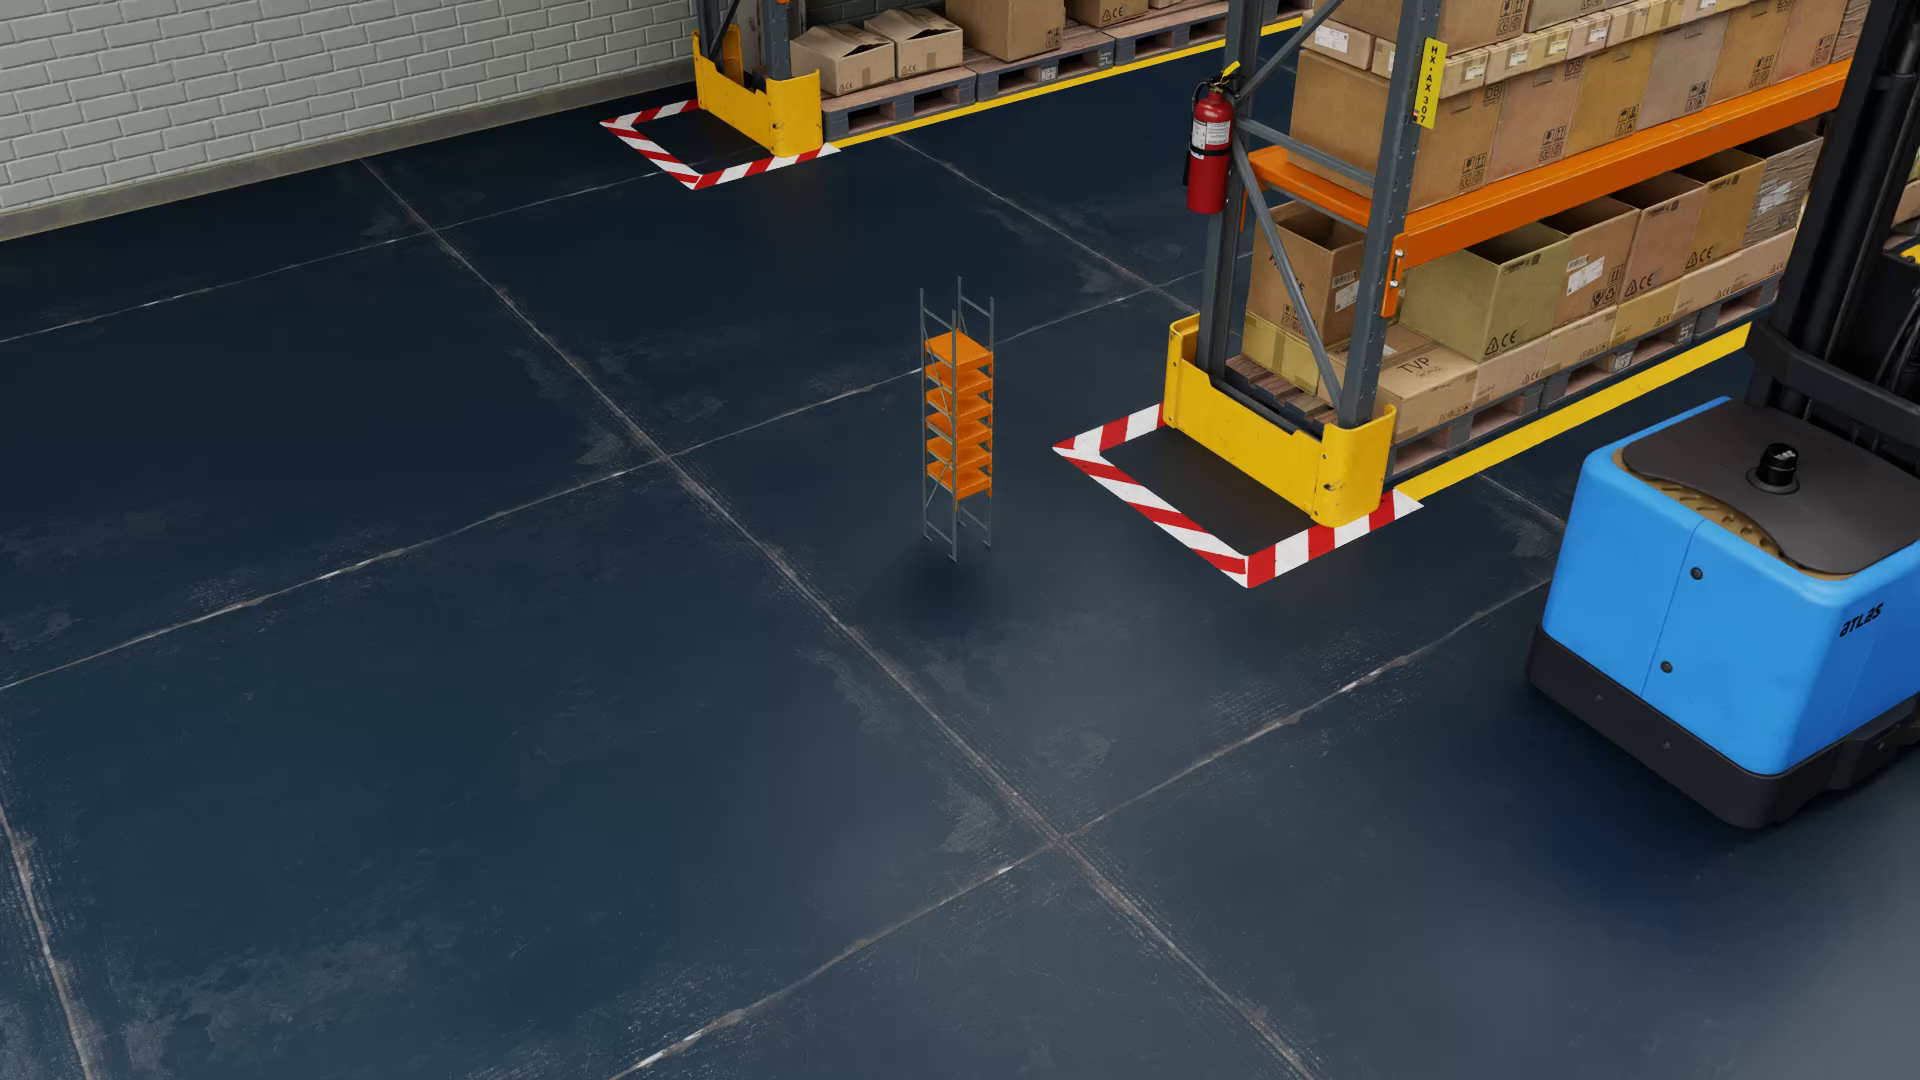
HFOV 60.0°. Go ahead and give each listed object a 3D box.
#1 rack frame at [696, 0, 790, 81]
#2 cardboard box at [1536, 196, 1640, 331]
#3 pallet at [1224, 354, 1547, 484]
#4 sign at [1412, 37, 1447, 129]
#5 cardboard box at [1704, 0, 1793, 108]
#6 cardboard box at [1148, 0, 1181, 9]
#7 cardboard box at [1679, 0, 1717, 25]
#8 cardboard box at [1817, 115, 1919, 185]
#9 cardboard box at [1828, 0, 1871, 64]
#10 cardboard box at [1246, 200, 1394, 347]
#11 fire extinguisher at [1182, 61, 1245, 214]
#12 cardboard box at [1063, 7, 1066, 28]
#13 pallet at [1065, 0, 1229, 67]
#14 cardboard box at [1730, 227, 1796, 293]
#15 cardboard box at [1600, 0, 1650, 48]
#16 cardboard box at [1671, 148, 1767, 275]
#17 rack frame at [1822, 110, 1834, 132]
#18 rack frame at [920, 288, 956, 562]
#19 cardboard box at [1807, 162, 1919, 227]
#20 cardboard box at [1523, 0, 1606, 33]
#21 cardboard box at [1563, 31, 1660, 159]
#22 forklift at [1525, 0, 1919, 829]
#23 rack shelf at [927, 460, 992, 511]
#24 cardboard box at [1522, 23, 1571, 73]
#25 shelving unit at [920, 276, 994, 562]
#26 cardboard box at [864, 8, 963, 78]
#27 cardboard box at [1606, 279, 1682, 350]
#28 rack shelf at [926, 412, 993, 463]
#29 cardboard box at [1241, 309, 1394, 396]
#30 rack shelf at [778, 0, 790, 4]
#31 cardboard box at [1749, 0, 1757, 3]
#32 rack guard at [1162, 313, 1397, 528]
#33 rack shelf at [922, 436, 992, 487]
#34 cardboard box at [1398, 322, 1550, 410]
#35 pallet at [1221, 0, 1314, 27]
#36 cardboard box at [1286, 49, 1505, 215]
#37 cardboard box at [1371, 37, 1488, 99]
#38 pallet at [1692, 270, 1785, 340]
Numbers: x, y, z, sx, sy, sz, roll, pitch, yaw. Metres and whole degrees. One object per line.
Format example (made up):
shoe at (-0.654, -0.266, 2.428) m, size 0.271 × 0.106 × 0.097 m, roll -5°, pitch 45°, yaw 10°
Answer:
rack frame at (-1.404, -3.964, 10.193) m, size 0.127 × 3.000 × 1.000 m, roll -22°, pitch 41°, yaw -28°
cardboard box at (2.829, -1.378, 7.949) m, size 0.500 × 0.500 × 0.500 m, roll -22°, pitch 41°, yaw -28°
pallet at (2.054, -0.747, 8.107) m, size 1.213 × 0.211 × 1.003 m, roll -22°, pitch 41°, yaw -28°
sign at (1.768, -1.718, 6.261) m, size 0.005 × 0.325 × 0.100 m, roll -22°, pitch 41°, yaw -28°
cardboard box at (3.524, -2.488, 8.054) m, size 0.500 × 0.500 × 0.700 m, roll -22°, pitch 41°, yaw -27°
cardboard box at (1.446, -4.144, 12.492) m, size 0.250 × 0.166 × 0.380 m, roll -28°, pitch 44°, yaw -33°
cardboard box at (3.155, -2.451, 7.448) m, size 0.250 × 0.149 × 0.380 m, roll -22°, pitch 41°, yaw -27°
cardboard box at (5.204, -2.249, 9.323) m, size 0.500 × 0.311 × 0.500 m, roll -22°, pitch 41°, yaw -28°
cardboard box at (4.364, -2.835, 8.537) m, size 0.500 × 0.500 × 0.700 m, roll -24°, pitch 42°, yaw -29°
cardboard box at (1.720, -1.282, 7.817) m, size 0.500 × 0.500 × 0.500 m, roll -22°, pitch 41°, yaw -28°
fire extinguisher at (1.089, -1.752, 7.183) m, size 0.183 × 0.674 × 0.296 m, roll -22°, pitch 41°, yaw -28°
cardboard box at (0.547, -3.803, 12.033) m, size 0.250 × 0.149 × 0.380 m, roll -26°, pitch 43°, yaw -31°
pallet at (1.337, -3.935, 12.540) m, size 1.213 × 0.211 × 1.003 m, roll -22°, pitch 41°, yaw -28°
cardboard box at (4.055, -1.577, 8.869) m, size 0.500 × 0.250 × 0.500 m, roll -22°, pitch 41°, yaw -28°
cardboard box at (2.741, -2.283, 7.213) m, size 0.250 × 0.149 × 0.380 m, roll -24°, pitch 42°, yaw -29°
cardboard box at (3.648, -1.713, 8.415) m, size 0.500 × 0.500 × 0.500 m, roll -22°, pitch 41°, yaw -28°
rack frame at (4.723, -2.947, 8.778) m, size 0.127 × 3.000 × 1.000 m, roll -22°, pitch 41°, yaw -28°
rack frame at (-0.087, -0.451, 6.850) m, size 0.006 × 1.200 × 0.240 m, roll -22°, pitch 41°, yaw -28°
cardboard box at (5.195, -2.018, 9.483) m, size 0.500 × 0.250 × 0.500 m, roll -23°, pitch 42°, yaw -29°
cardboard box at (2.312, -2.517, 6.984) m, size 0.500 × 0.500 × 0.700 m, roll -24°, pitch 42°, yaw -29°
cardboard box at (2.678, -2.136, 7.565) m, size 0.500 × 0.500 × 0.700 m, roll -22°, pitch 41°, yaw -28°
forklift at (3.696, -0.843, 5.912) m, size 3.031 × 2.935 × 1.130 m, roll -20°, pitch 40°, yaw -26°
rack shelf at (-0.012, -0.251, 7.059) m, size 0.180 × 0.103 × 0.258 m, roll -22°, pitch 41°, yaw -28°
cardboard box at (2.317, -2.108, 6.971) m, size 0.250 × 0.149 × 0.380 m, roll -22°, pitch 41°, yaw -28°
shelving unit at (-0.012, -0.482, 6.893) m, size 0.189 × 1.200 × 0.258 m, roll -22°, pitch 41°, yaw -28°
cardboard box at (-0.320, -3.433, 11.380) m, size 0.500 × 0.311 × 0.500 m, roll -19°, pitch 40°, yaw -24°
cardboard box at (3.247, -1.234, 8.391) m, size 0.500 × 0.250 × 0.500 m, roll -22°, pitch 41°, yaw -28°
rack shelf at (-0.012, -0.446, 6.919) m, size 0.180 × 0.103 × 0.258 m, roll -22°, pitch 41°, yaw -28°
cardboard box at (1.721, -0.977, 8.035) m, size 0.500 × 0.250 × 0.500 m, roll -22°, pitch 41°, yaw -28°
rack shelf at (0.231, -4.345, 11.338) m, size 4.000 × 0.370 × 1.077 m, roll -22°, pitch 41°, yaw -28°
cardboard box at (3.585, -2.631, 7.697) m, size 0.250 × 0.149 × 0.380 m, roll -21°, pitch 41°, yaw -27°
rack guard at (1.434, -0.578, 7.626) m, size 0.348 × 0.500 × 1.175 m, roll -22°, pitch 41°, yaw -28°
rack shelf at (-0.012, -0.349, 6.989) m, size 0.180 × 0.103 × 0.258 m, roll -22°, pitch 41°, yaw -28°
cardboard box at (2.426, -0.900, 7.927) m, size 0.500 × 0.250 × 0.500 m, roll -22°, pitch 41°, yaw -28°
pallet at (2.502, -4.440, 13.243) m, size 1.213 × 0.211 × 1.003 m, roll -22°, pitch 41°, yaw -28°
cardboard box at (1.842, -1.793, 7.088) m, size 0.500 × 0.500 × 0.700 m, roll -22°, pitch 41°, yaw -28°
cardboard box at (1.898, -1.935, 6.730) m, size 0.250 × 0.149 × 0.380 m, roll -23°, pitch 41°, yaw -28°
pallet at (4.049, -1.567, 9.248) m, size 1.213 × 0.211 × 1.003 m, roll -22°, pitch 41°, yaw -28°
